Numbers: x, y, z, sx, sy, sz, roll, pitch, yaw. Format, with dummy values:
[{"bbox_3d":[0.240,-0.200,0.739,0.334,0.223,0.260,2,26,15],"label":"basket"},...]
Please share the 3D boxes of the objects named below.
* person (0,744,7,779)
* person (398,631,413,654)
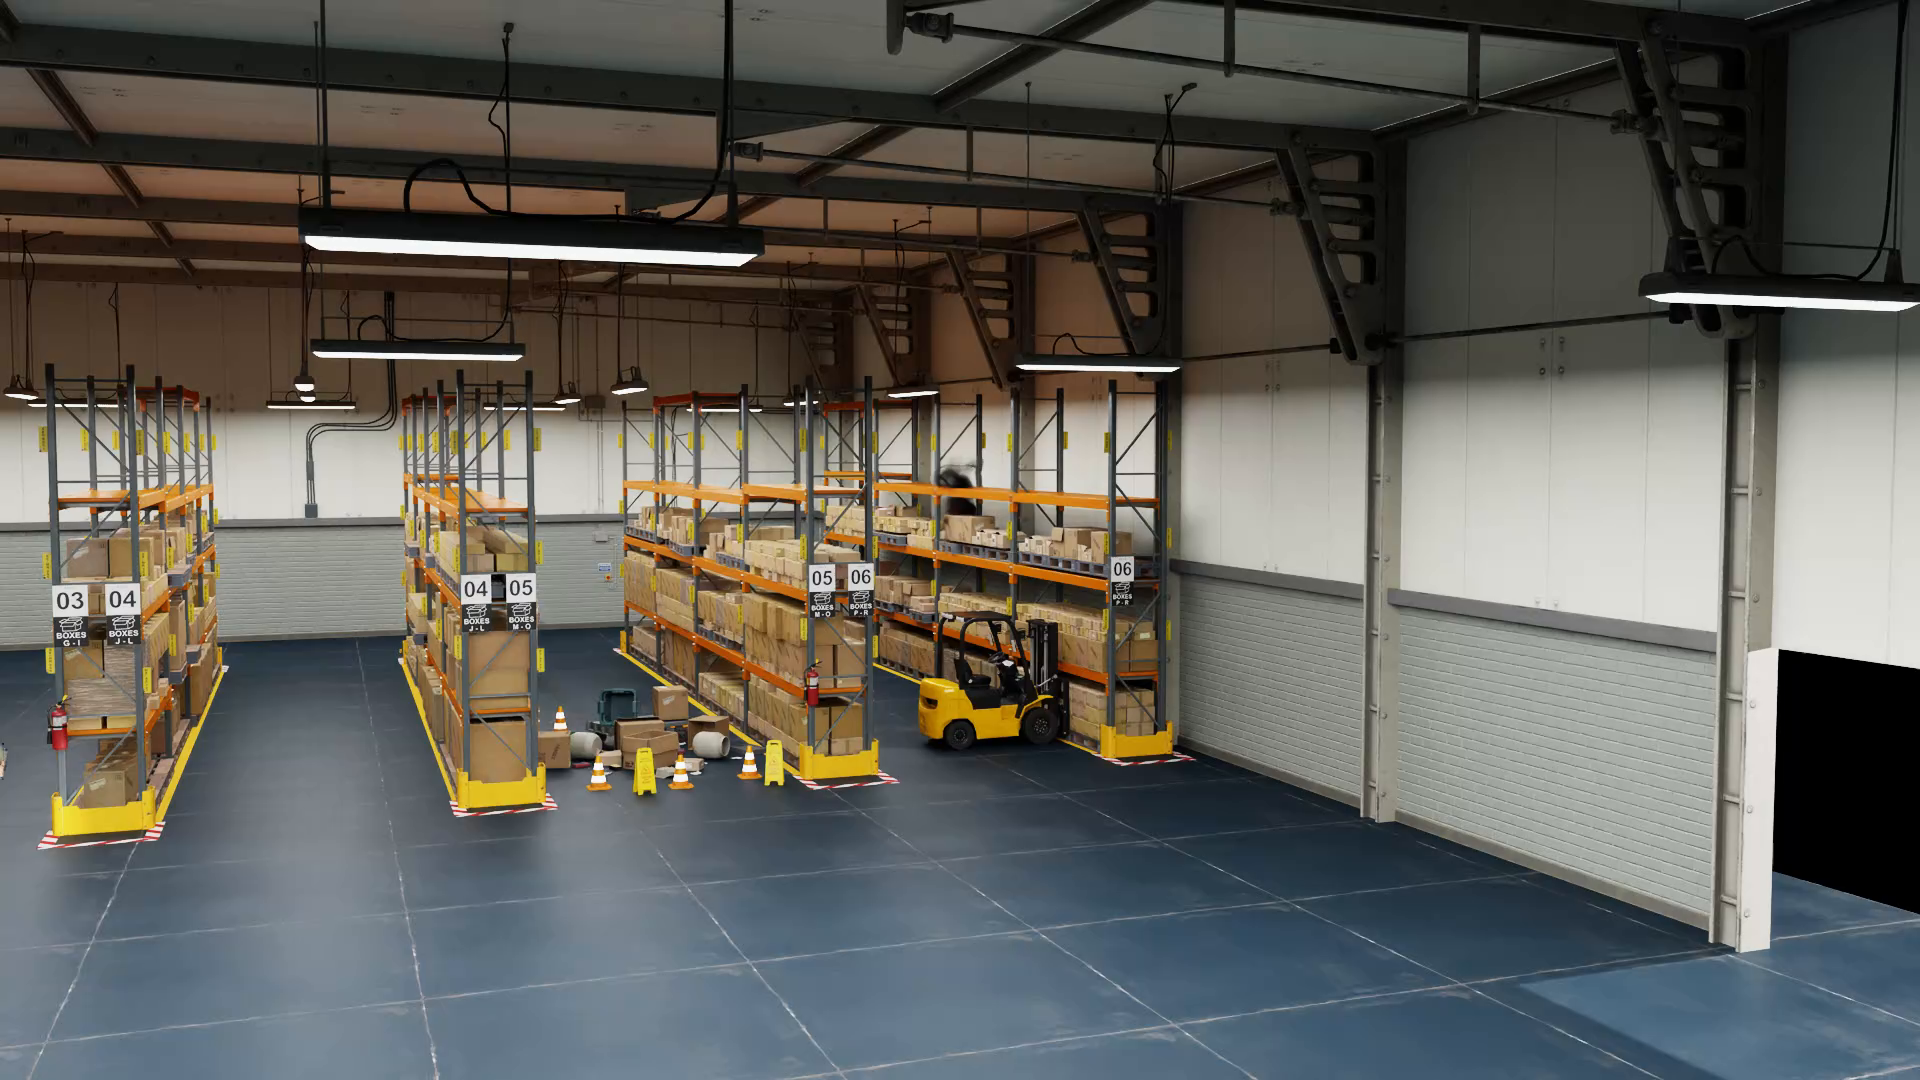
[{"bbox_3d":[-12.305,3.013,20.908,0.543,1.582,0.576,3,4,40],"label":"person"},{"bbox_3d":[-12.723,1.843,39.050,0.964,1.693,0.726,-1,3,-9],"label":"person"}]
